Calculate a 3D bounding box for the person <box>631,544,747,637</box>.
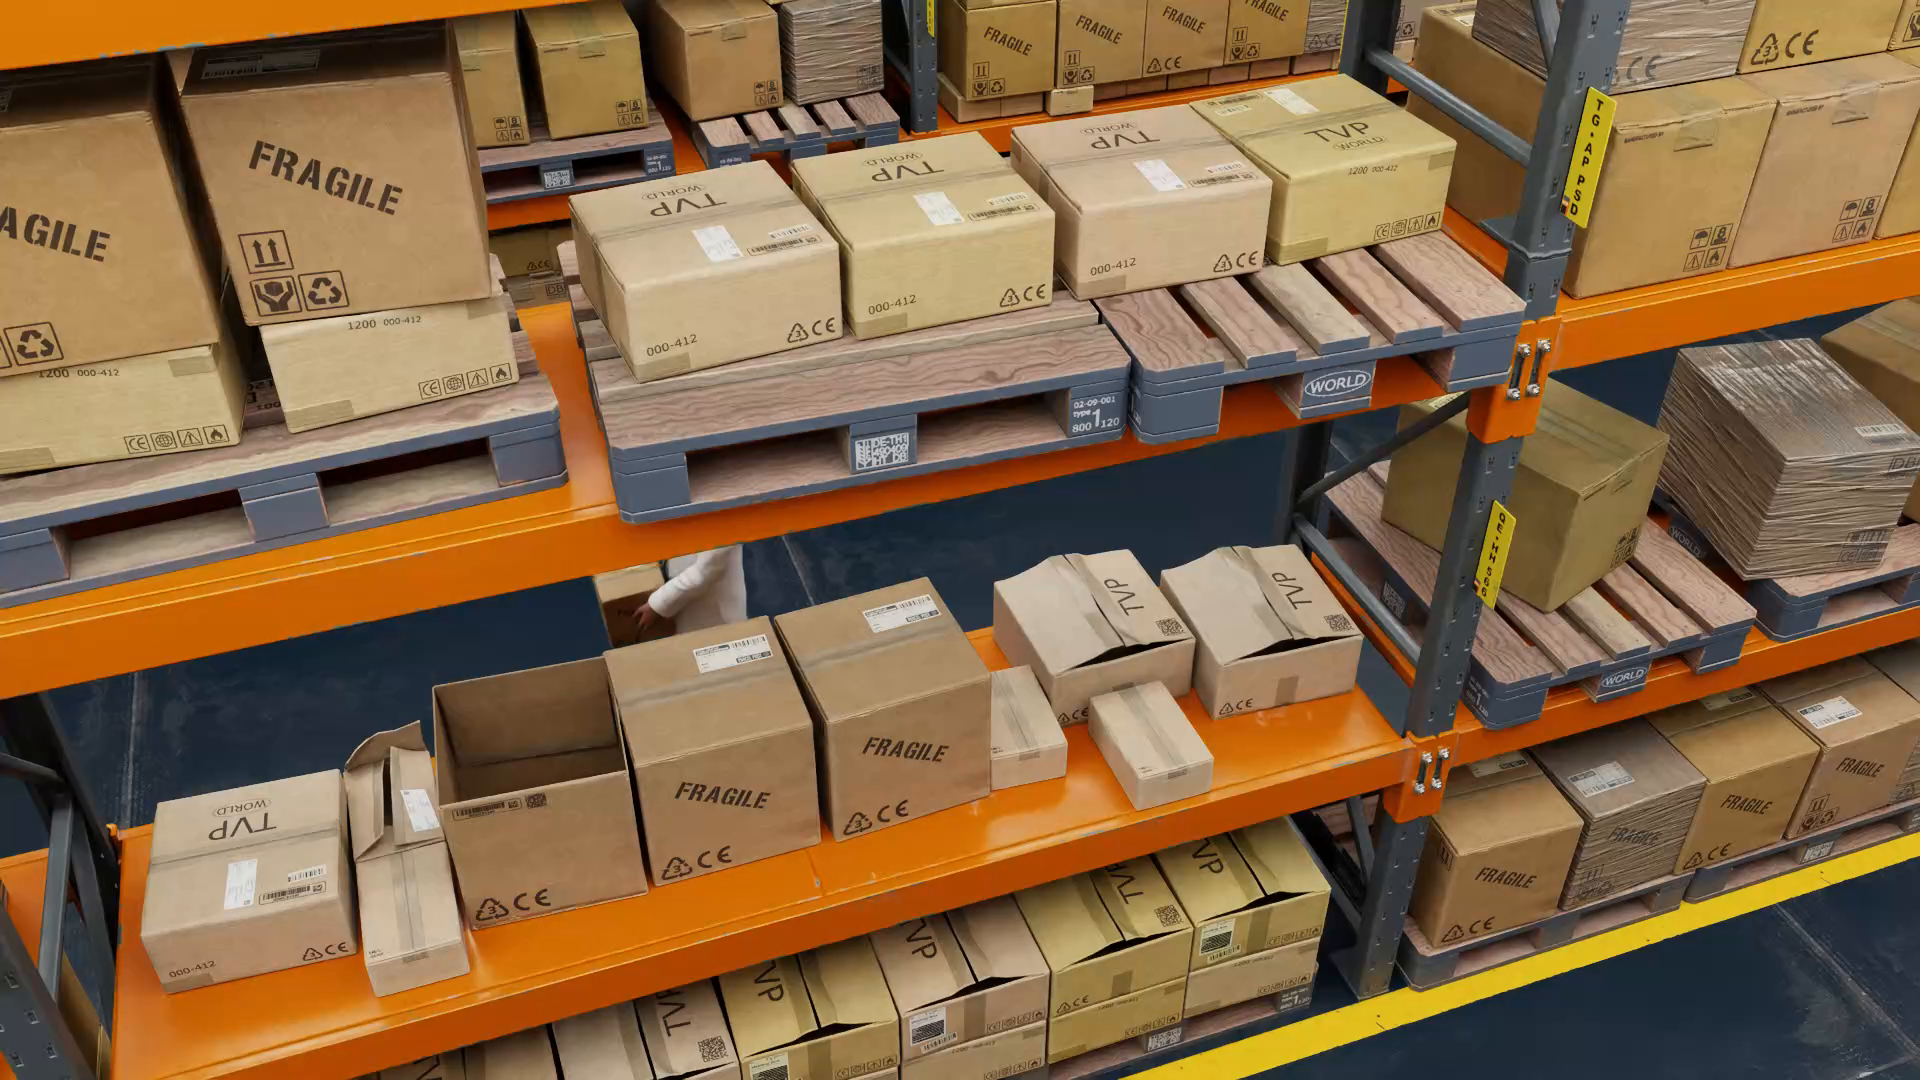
[{"bbox_3d":[-1.069,0.215,6.512,0.521,1.780,0.568,-12,39,-15],"label":"person"}]
